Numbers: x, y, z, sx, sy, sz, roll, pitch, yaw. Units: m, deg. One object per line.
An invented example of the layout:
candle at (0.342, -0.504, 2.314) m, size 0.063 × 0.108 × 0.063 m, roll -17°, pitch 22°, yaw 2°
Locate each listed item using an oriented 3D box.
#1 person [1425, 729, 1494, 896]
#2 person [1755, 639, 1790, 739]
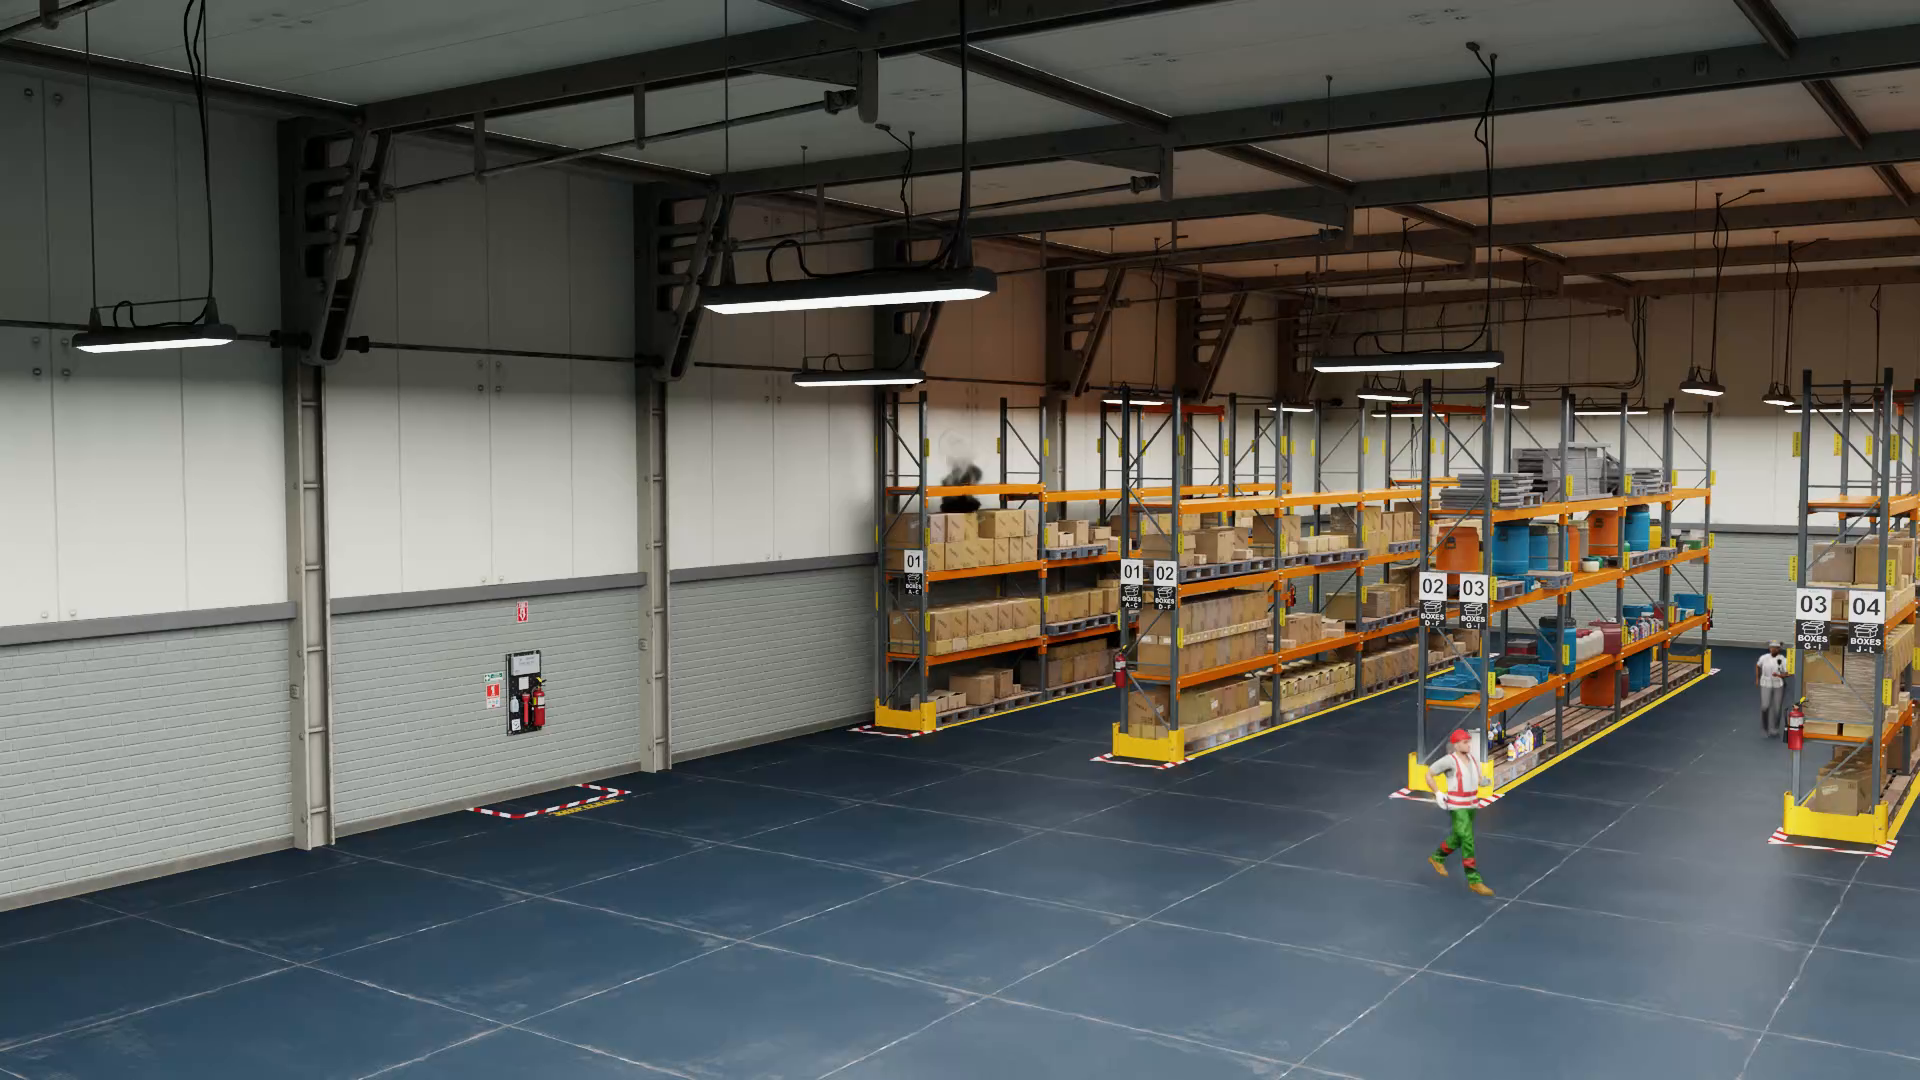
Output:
person at (5.675, 3.032, 18.797) m, size 0.651 × 1.780 × 0.961 m, roll -2°, pitch 4°, yaw -35°
person at (14.016, 2.572, 28.684) m, size 0.532 × 1.742 × 0.725 m, roll 2°, pitch 4°, yaw 26°
